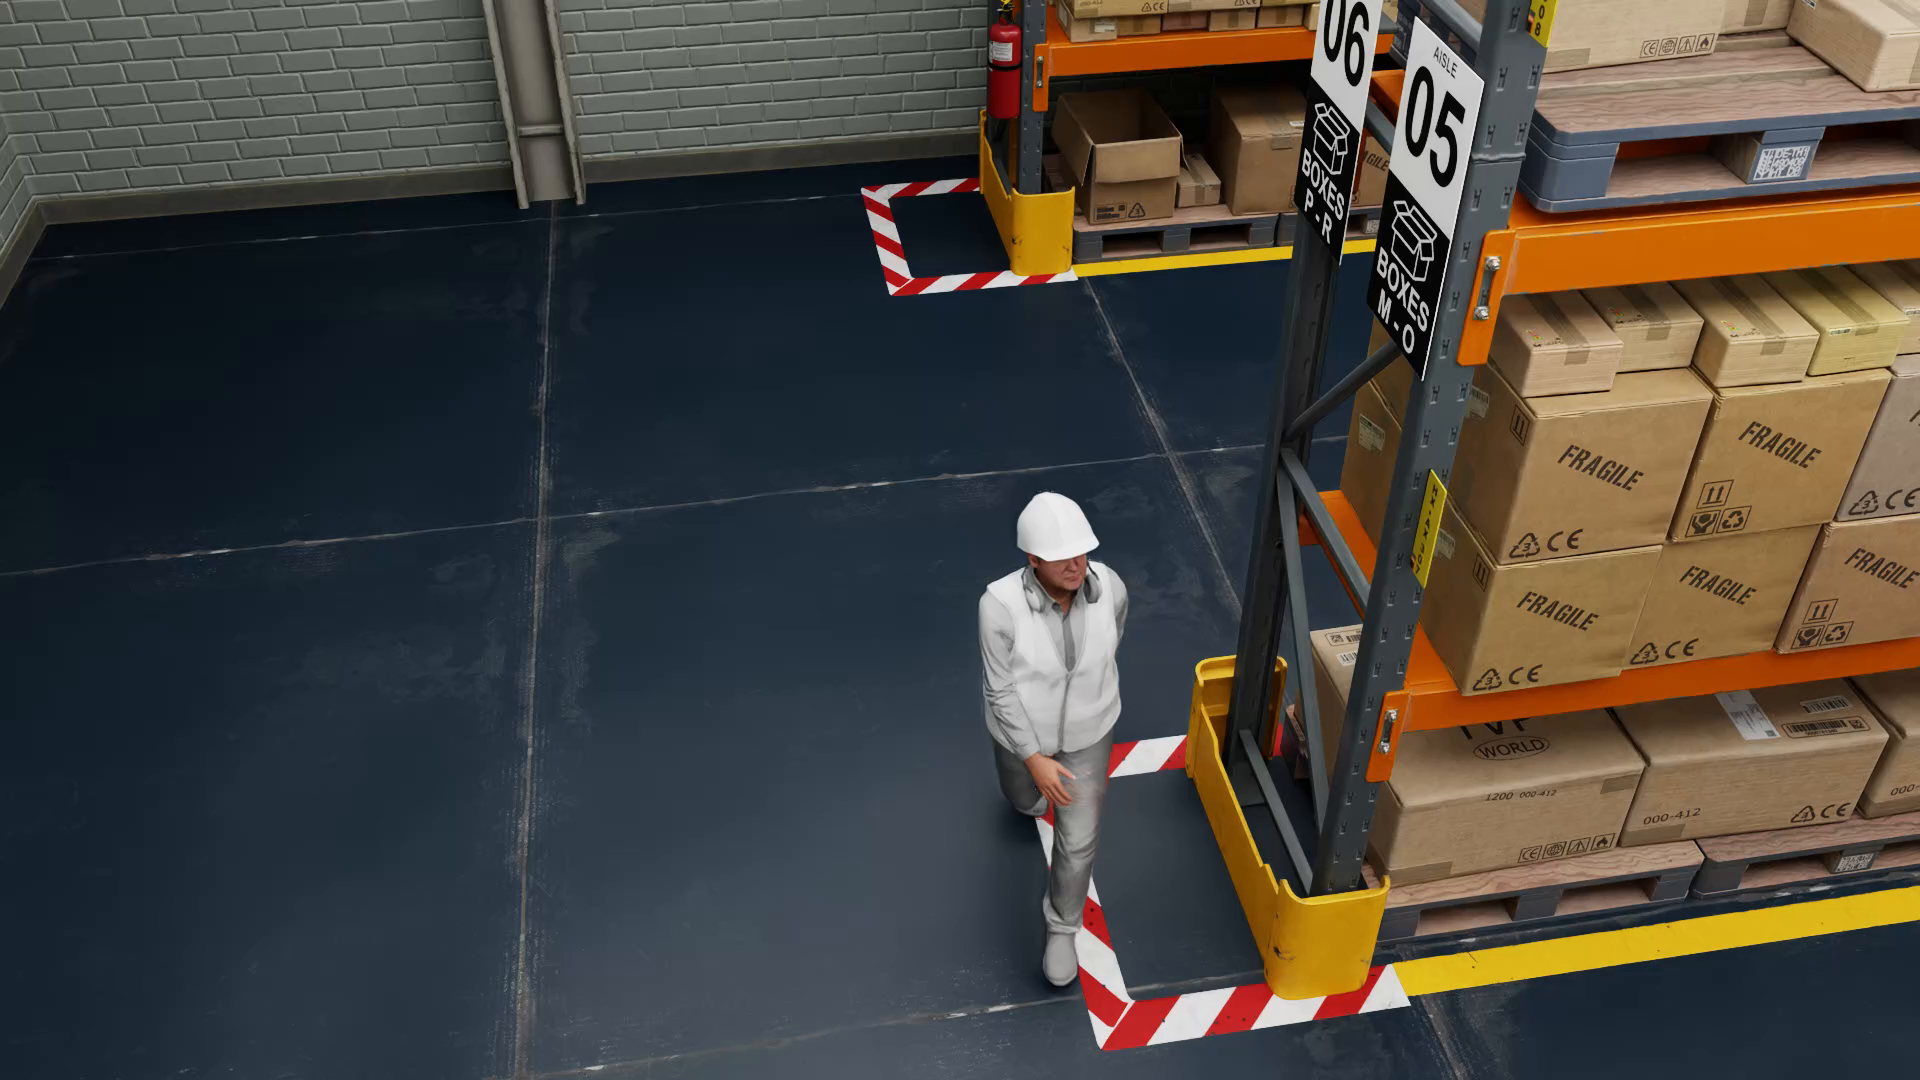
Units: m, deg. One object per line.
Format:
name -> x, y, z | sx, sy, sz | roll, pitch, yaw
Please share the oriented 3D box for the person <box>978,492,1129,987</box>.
person -> 0.302, 0.552, 5.453 | 0.514, 1.728, 0.999 | -4, 39, -6
